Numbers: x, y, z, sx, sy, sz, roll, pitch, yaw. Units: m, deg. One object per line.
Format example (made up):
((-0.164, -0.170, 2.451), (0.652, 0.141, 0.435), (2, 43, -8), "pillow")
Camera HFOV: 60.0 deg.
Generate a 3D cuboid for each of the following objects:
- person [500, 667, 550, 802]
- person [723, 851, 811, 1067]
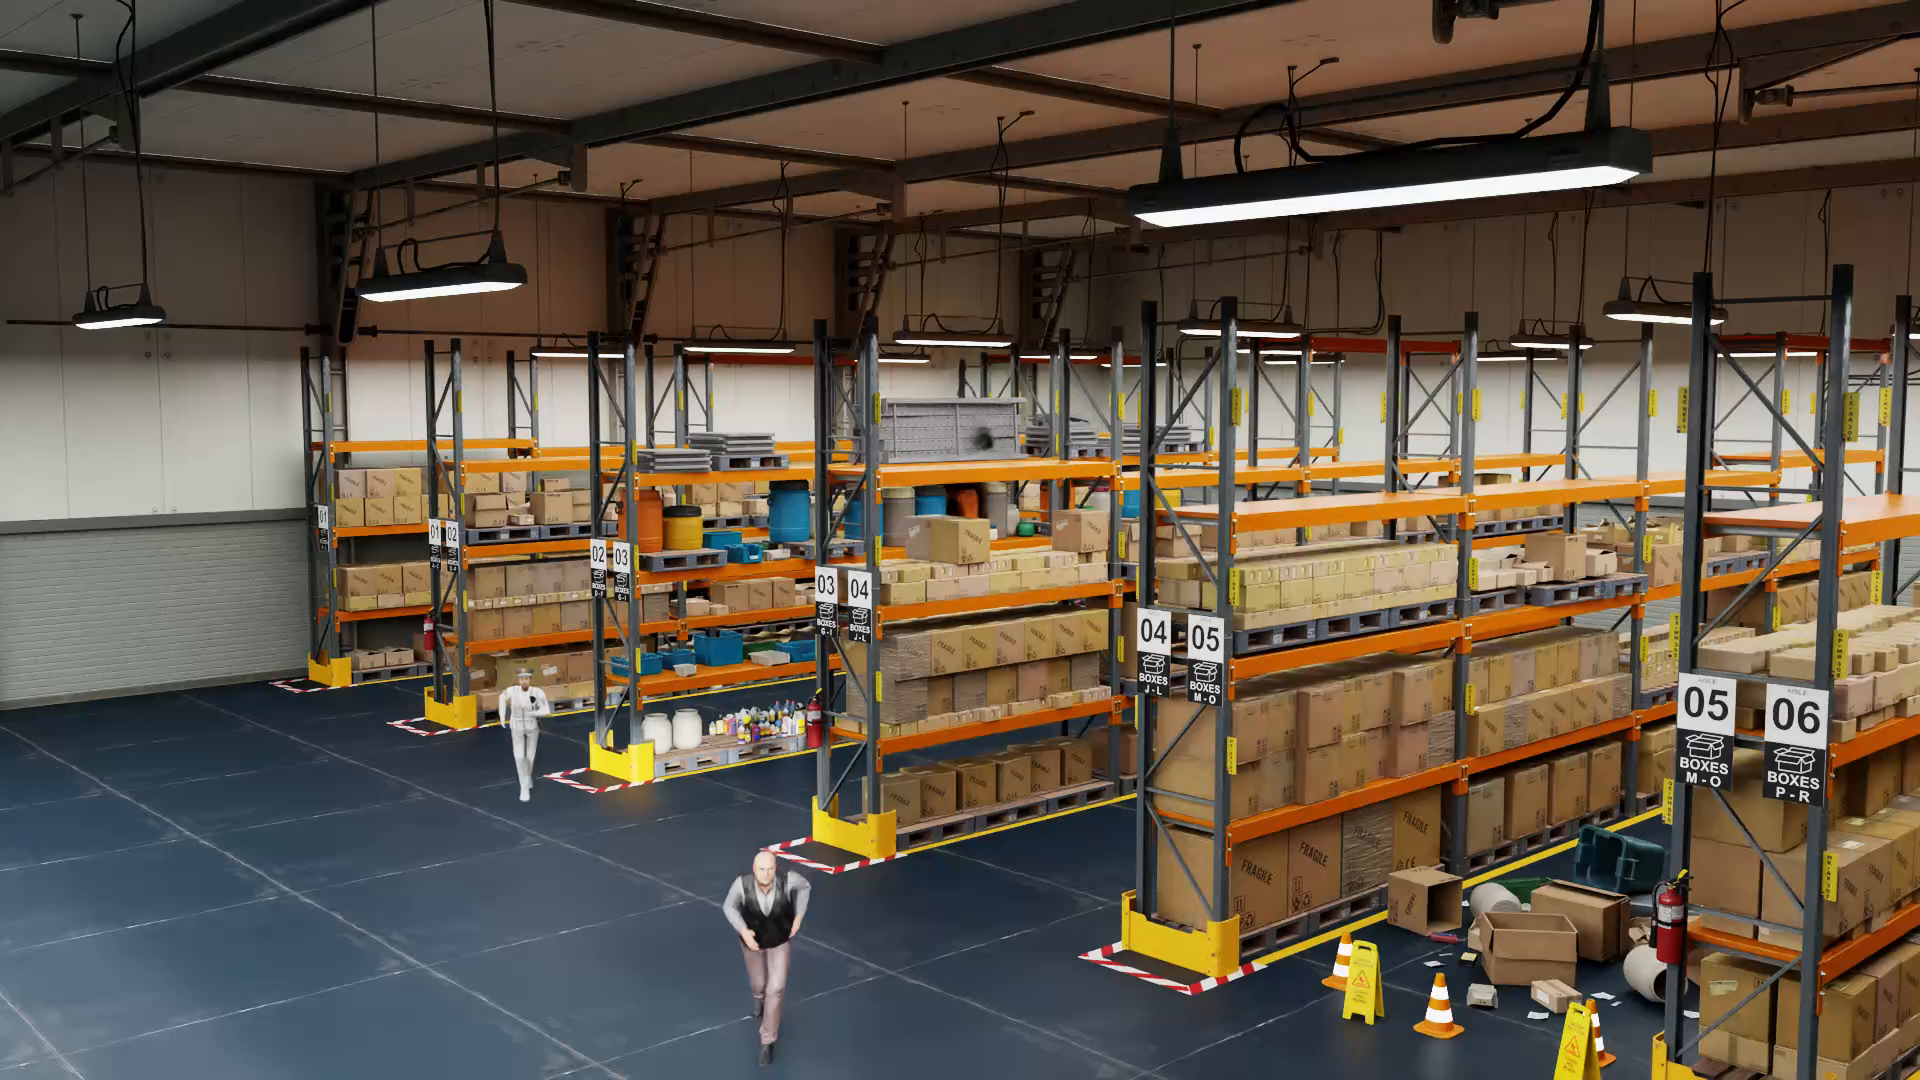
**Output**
((-5.579, 2.456, 21.332), (0.636, 1.722, 0.825), (-1, 5, -12), "person")
((-1.539, 3.204, 13.223), (0.694, 1.679, 1.006), (-1, 5, -11), "person")
